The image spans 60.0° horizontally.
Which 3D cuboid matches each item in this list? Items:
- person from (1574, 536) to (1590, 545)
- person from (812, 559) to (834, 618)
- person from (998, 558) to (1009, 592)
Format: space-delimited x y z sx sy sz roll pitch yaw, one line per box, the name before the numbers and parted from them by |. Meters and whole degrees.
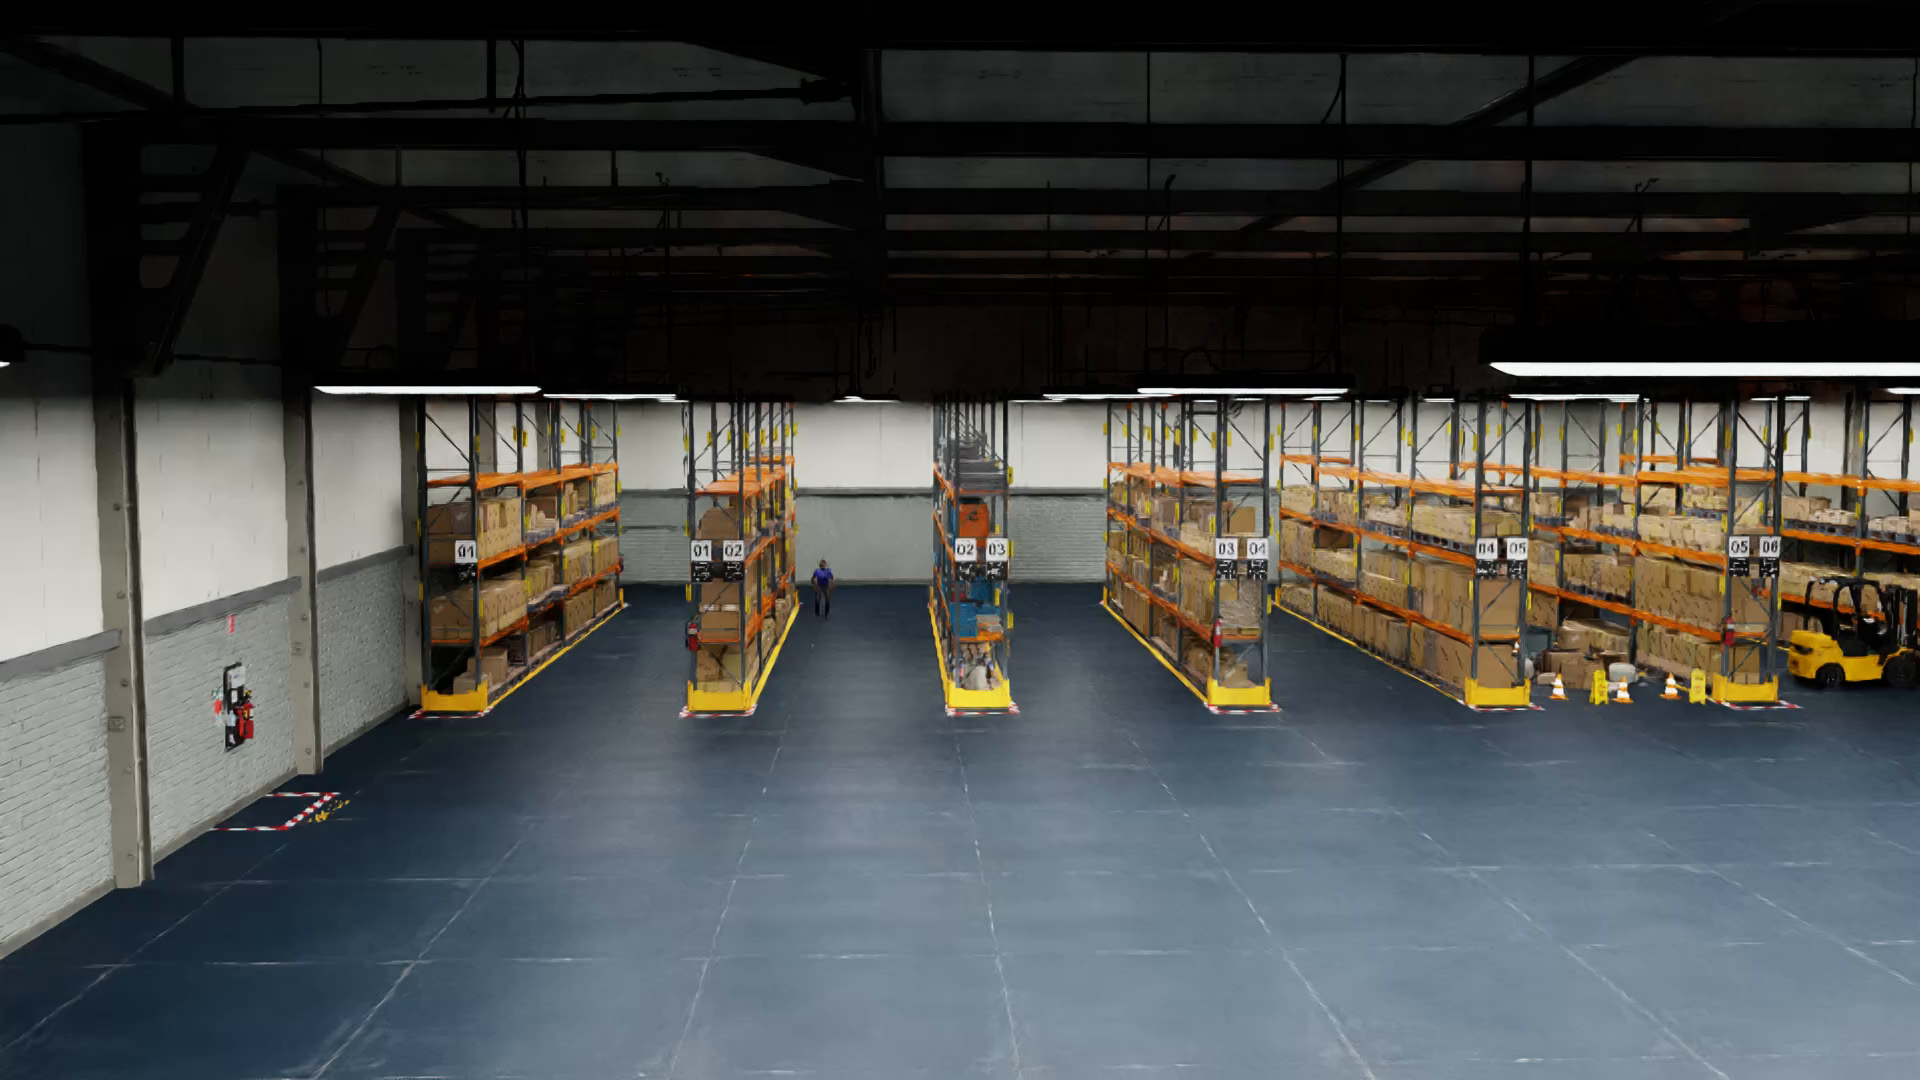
person | 19.801 0.548 52.883 0.503 1.704 0.642 -4 6 -37
person | -3.671 1.352 44.557 0.592 1.495 0.518 0 5 -5
person | 1.155 0.715 50.594 0.782 1.769 0.558 -4 6 -42
